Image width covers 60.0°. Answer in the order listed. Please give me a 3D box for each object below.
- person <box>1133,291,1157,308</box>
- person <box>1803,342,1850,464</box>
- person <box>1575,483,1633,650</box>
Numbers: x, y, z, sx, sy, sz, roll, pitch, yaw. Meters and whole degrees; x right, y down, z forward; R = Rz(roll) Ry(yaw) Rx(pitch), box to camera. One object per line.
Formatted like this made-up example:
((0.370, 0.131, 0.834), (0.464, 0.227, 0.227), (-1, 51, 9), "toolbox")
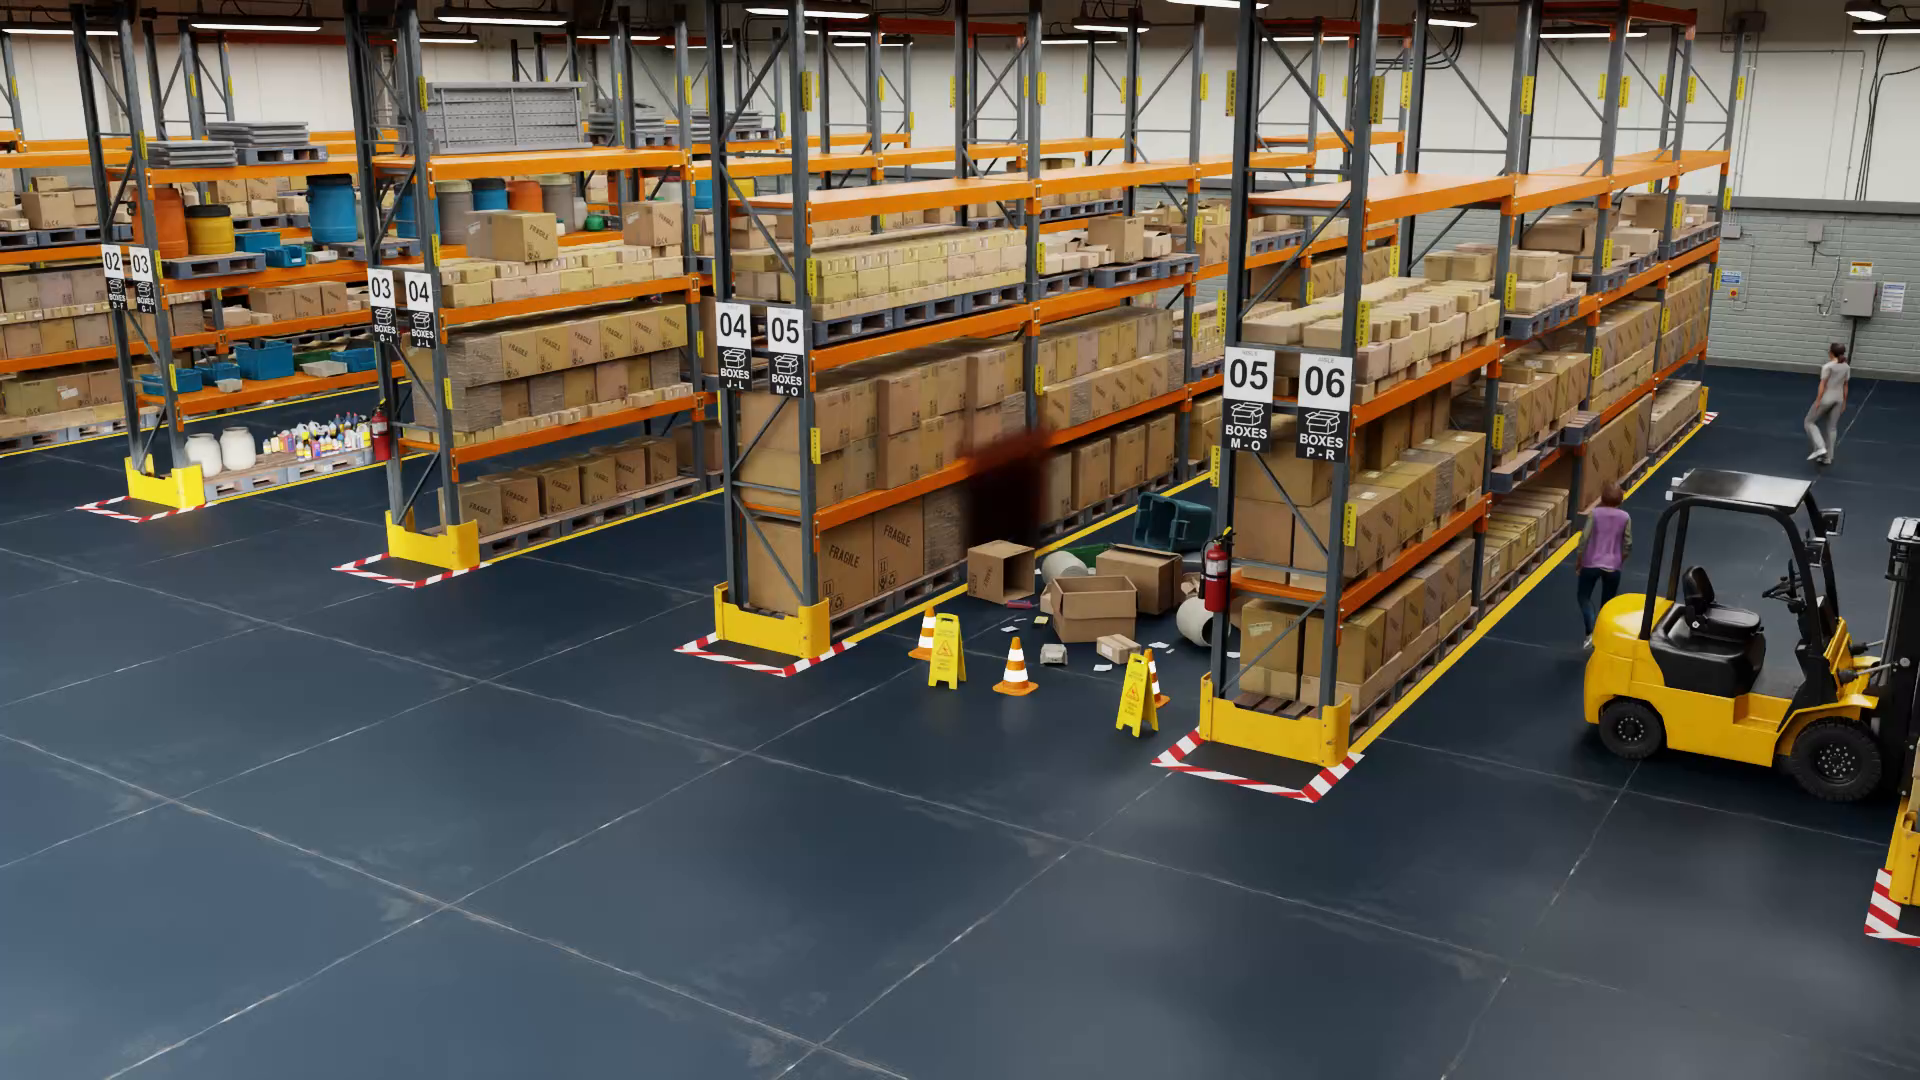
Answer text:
((3.683, -4.768, 33.278), (1.104, 1.609, 0.435), (-7, 17, -22), "person")
((11.971, -1.880, 22.864), (0.484, 1.669, 0.461), (-2, 16, -9), "person")
((5.927, 0.274, 15.323), (0.495, 1.575, 0.565), (4, 16, 13), "person")
